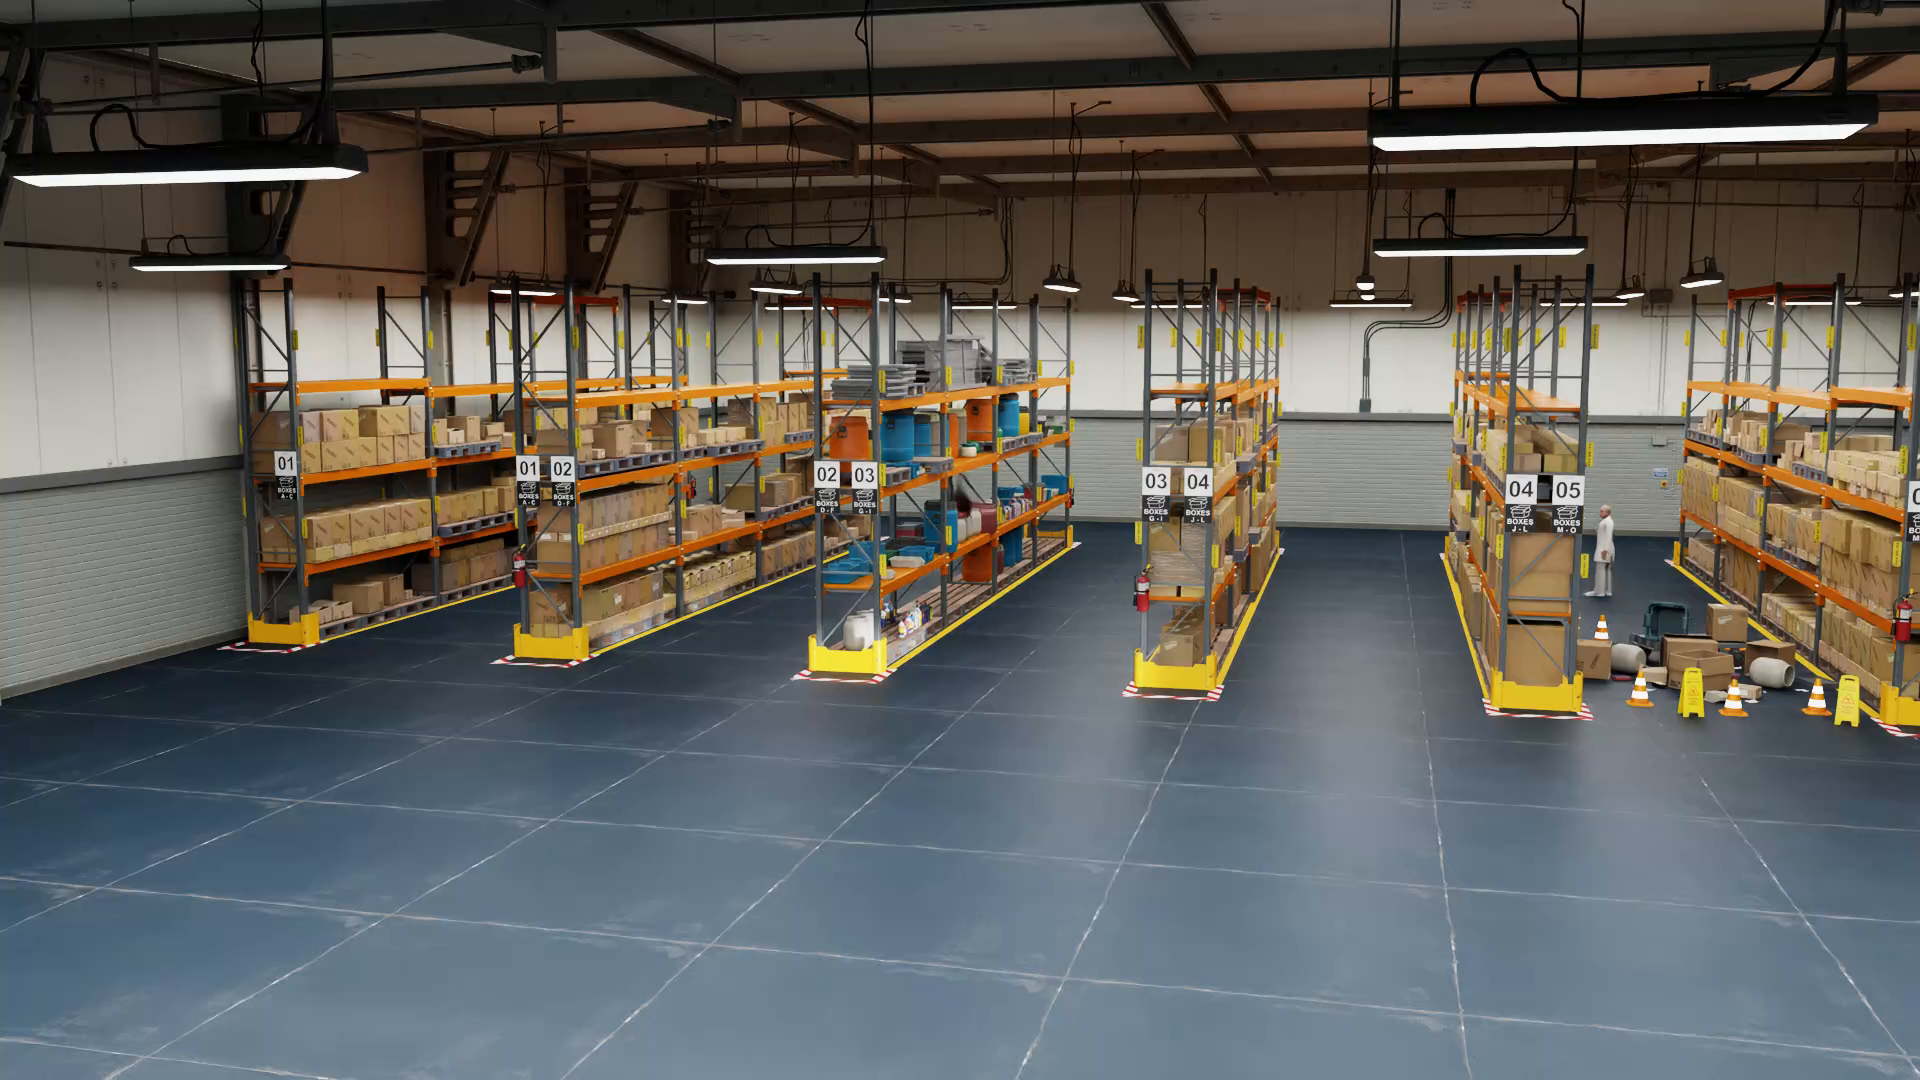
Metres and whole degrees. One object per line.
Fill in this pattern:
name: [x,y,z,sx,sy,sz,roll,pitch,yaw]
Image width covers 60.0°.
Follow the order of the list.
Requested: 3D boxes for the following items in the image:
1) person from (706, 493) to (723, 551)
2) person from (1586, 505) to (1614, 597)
person: [-5.438,-0.299,37.018,0.425,1.723,0.589,1,7,11]
person: [12.647,0.203,32.743,0.458,1.786,0.632,5,8,34]
